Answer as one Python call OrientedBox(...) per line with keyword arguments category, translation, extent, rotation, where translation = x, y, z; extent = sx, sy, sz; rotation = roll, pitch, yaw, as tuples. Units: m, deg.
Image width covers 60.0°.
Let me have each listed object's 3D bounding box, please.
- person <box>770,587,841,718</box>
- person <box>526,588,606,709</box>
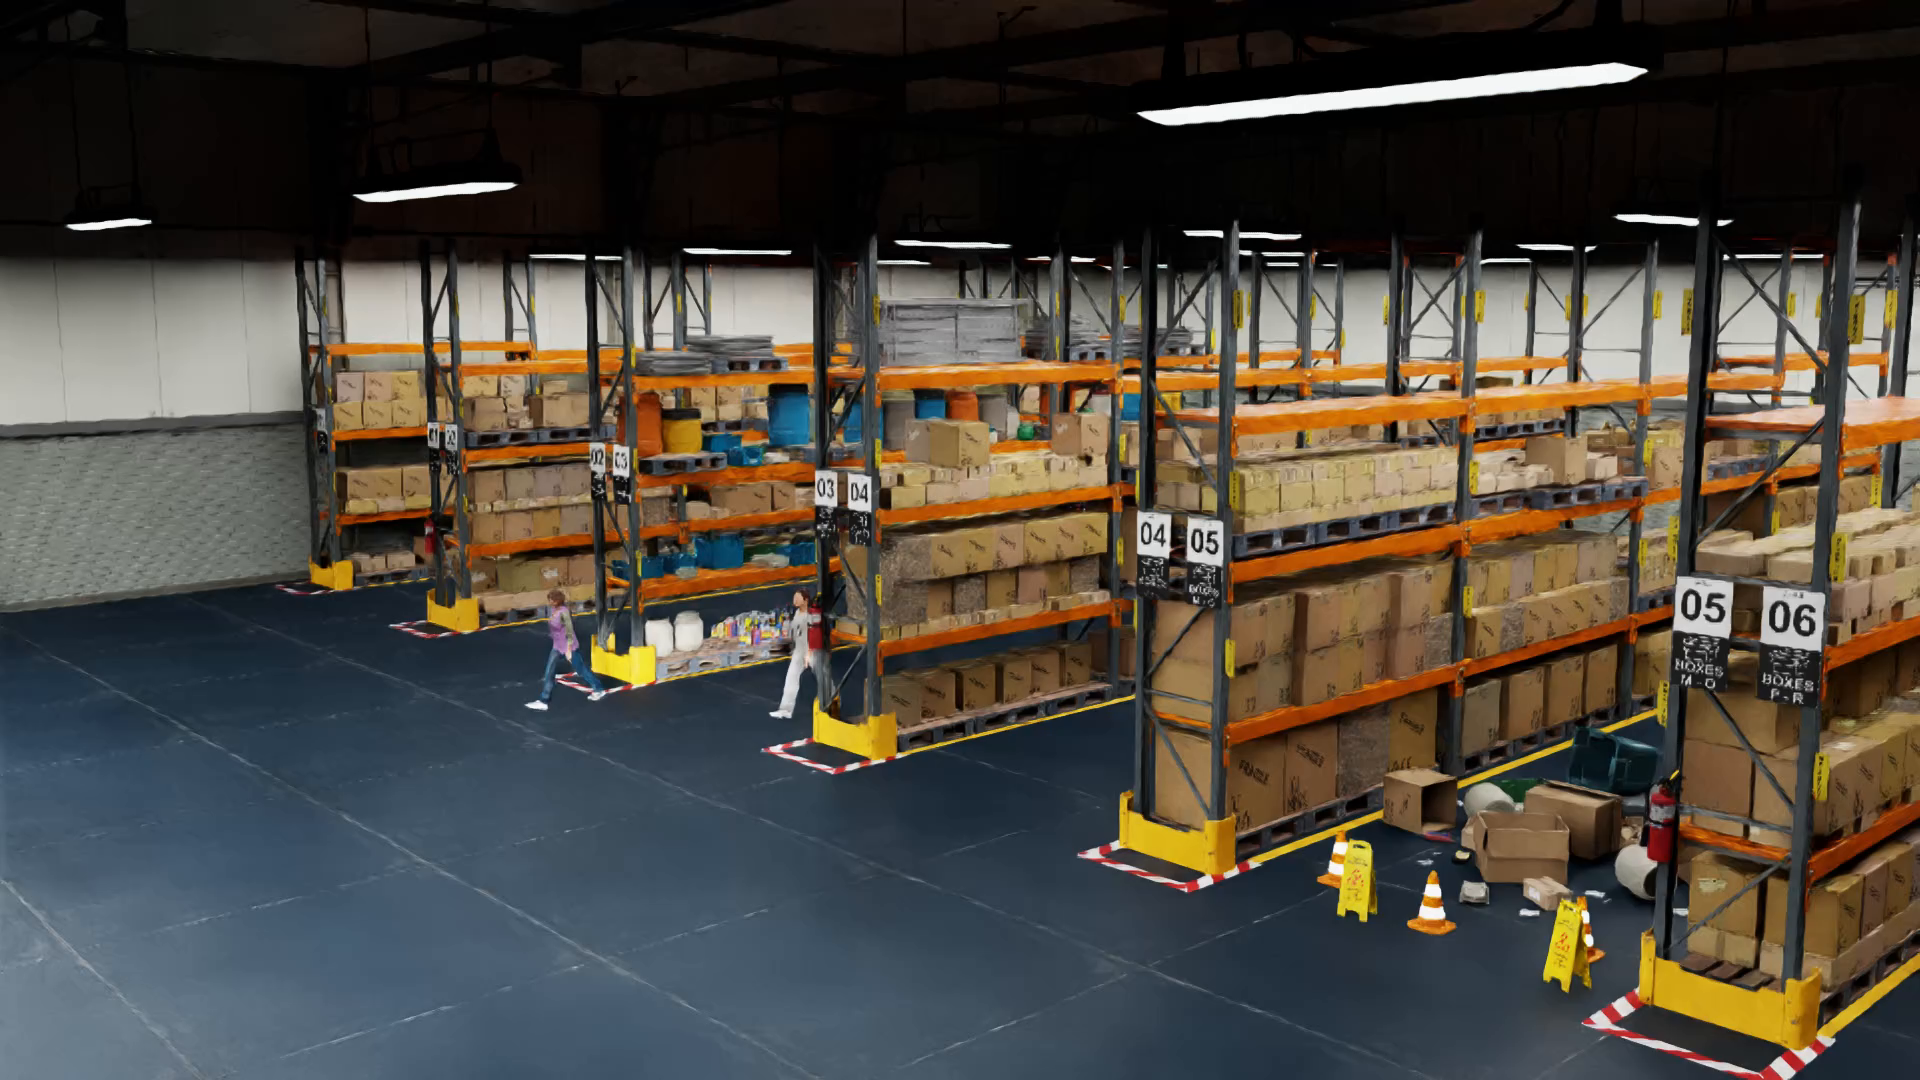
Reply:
OrientedBox(category="person", translation=(-1.884, 1.374, 20.477), extent=(1.019, 1.612, 0.455), rotation=(-8, 11, -43))
OrientedBox(category="person", translation=(-4.953, 1.357, 20.922), extent=(1.034, 1.512, 0.416), rotation=(-8, 12, -43))
